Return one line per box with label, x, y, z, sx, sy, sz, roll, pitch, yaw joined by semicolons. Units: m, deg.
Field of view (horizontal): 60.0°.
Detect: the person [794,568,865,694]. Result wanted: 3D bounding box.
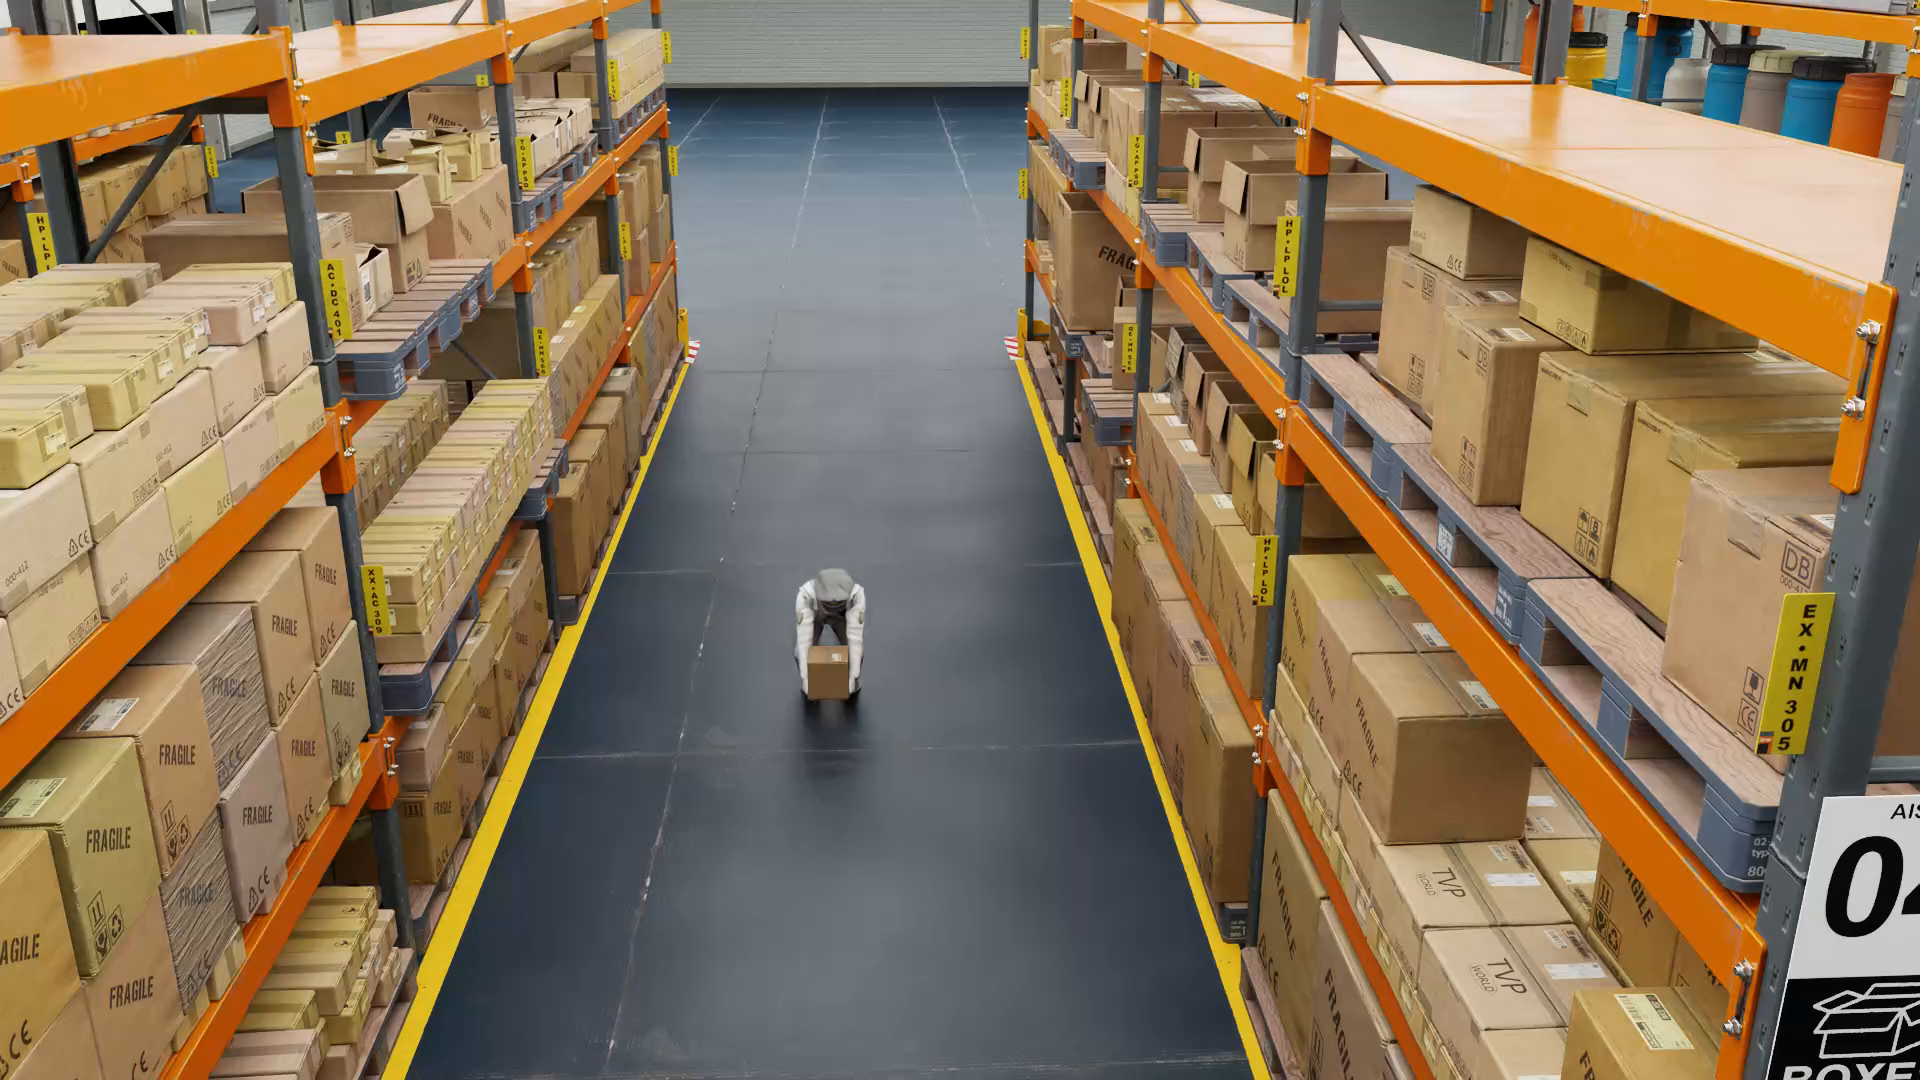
person;-0.832;0.559;10.584;0.459;0.977;0.857;-2;21;-4
